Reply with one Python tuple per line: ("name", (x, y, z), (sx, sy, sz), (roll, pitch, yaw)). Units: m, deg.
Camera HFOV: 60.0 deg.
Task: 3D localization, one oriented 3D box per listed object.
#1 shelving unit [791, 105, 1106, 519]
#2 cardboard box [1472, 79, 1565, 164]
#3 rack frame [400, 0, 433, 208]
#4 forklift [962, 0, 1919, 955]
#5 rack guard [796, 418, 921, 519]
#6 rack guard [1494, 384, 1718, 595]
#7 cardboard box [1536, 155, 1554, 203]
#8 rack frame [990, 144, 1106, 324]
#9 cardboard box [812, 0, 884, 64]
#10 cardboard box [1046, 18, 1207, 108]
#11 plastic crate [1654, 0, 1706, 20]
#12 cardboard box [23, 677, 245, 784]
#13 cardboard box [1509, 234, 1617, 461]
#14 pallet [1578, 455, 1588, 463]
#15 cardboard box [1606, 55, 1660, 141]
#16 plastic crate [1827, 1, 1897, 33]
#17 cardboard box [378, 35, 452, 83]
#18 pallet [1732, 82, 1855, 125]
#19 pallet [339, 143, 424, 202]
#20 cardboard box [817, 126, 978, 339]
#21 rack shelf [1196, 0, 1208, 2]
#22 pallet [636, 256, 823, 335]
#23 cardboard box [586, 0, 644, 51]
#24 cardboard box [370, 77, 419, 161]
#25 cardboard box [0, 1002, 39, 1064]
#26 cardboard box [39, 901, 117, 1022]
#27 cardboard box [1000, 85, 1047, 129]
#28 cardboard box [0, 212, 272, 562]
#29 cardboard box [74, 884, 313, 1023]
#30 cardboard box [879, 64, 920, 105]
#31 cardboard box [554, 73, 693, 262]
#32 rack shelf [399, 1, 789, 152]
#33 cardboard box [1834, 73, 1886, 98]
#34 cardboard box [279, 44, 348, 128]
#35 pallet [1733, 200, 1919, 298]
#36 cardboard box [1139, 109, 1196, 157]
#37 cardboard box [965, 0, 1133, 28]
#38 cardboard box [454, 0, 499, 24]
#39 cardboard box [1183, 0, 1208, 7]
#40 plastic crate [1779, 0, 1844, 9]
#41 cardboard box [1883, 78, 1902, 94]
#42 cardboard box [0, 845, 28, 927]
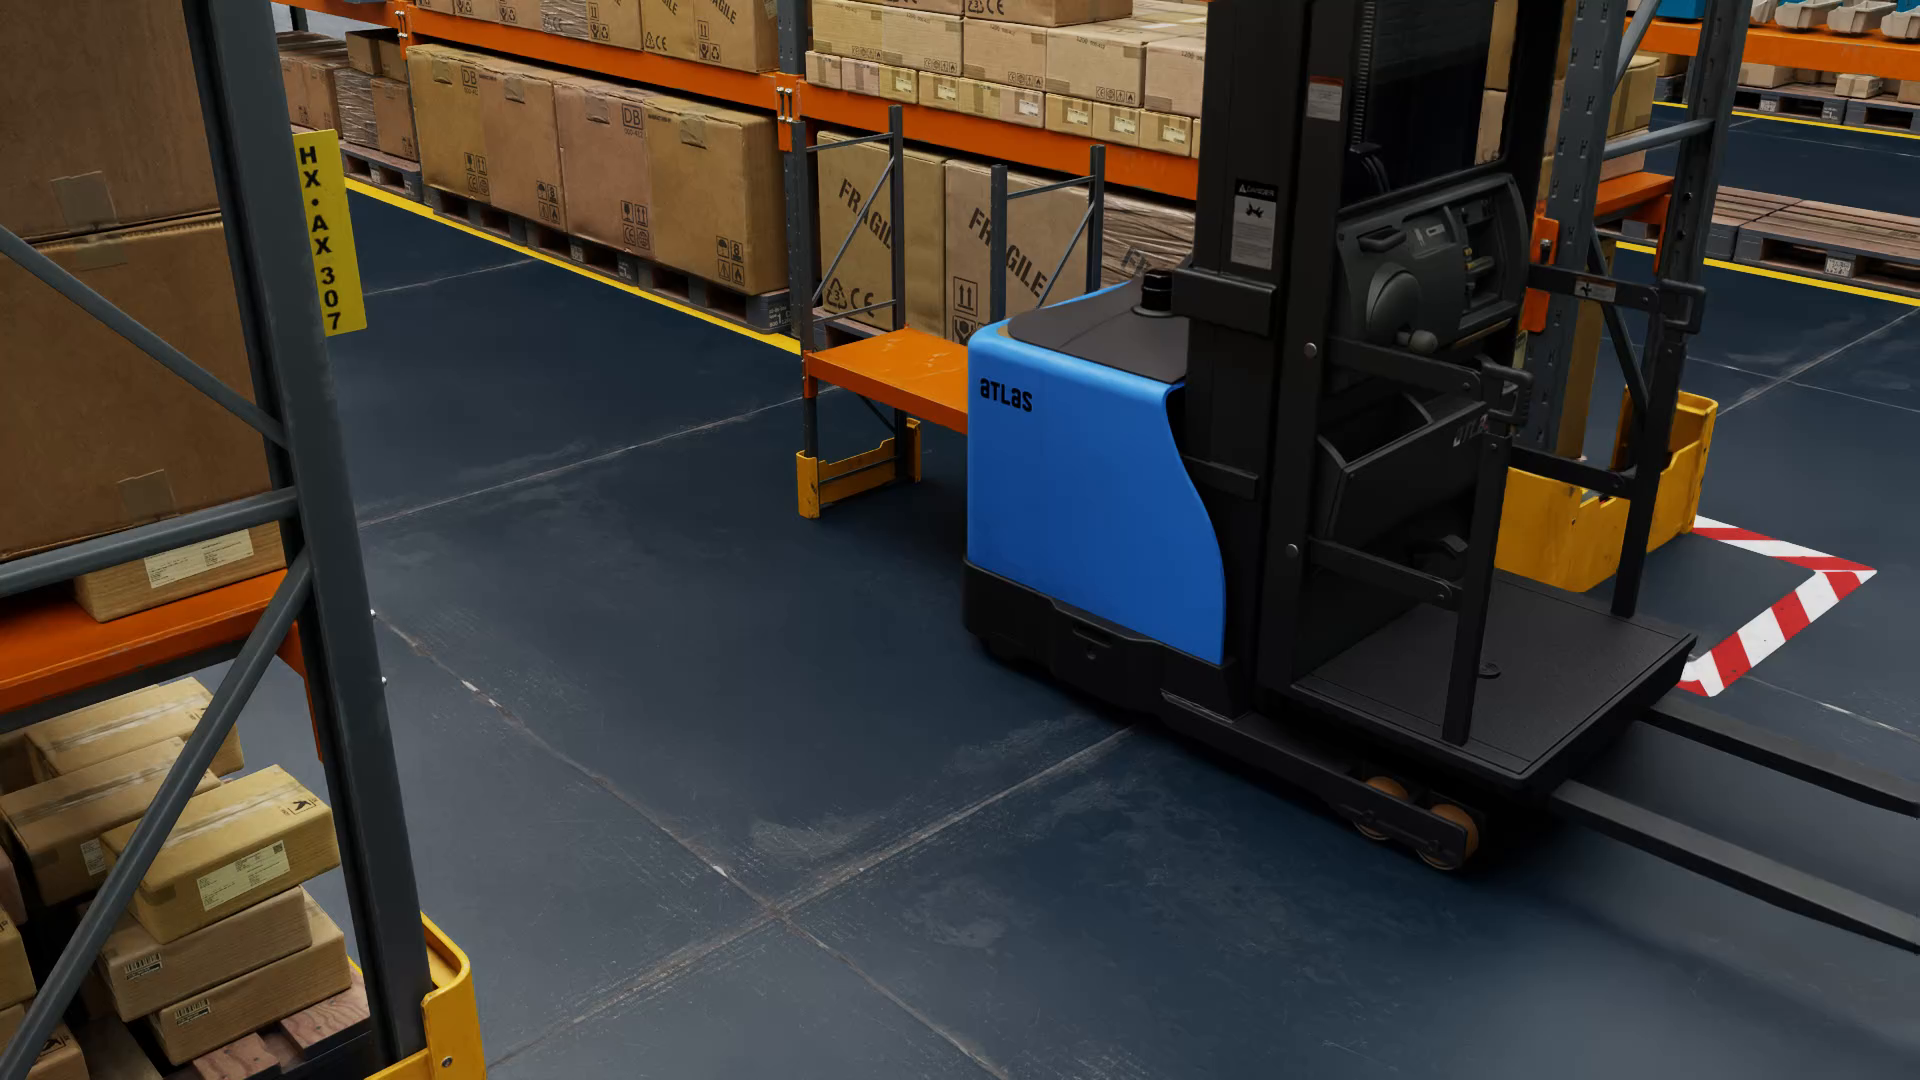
("shelving unit", (-0.052, -0.705, 5.989), (0.587, 1.500, 1.083), (-21, 32, -38))
("cardboard box", (1.749, -1.453, 5.643), (0.500, 0.250, 0.500), (-22, 32, -39))
("rack frame", (-3.194, -3.738, 10.830), (1.000, 3.000, 0.127), (-21, 32, -38))
("forklift", (1.417, -0.715, 4.285), (3.031, 2.935, 1.130), (22, 32, 39))
("rack guard", (-0.392, -0.288, 6.579), (0.587, 0.250, 0.087), (-21, 32, -38))
("rack guard", (2.290, -0.170, 6.020), (1.175, 0.500, 0.348), (-21, 32, -38))
("cardboard box", (1.790, -1.215, 5.601), (0.380, 0.149, 0.250), (-20, 32, -38))
("rack frame", (0.289, -0.554, 5.658), (0.500, 1.500, 0.032), (-21, 32, -38))
("cardboard box", (-0.330, -2.377, 7.668), (0.500, 0.250, 0.500), (-22, 32, -39))
("cardboard box", (0.695, -1.918, 6.662), (0.500, 0.250, 0.500), (-21, 32, -38))
("plastic crate", (4.298, -3.220, 9.824), (0.416, 0.233, 0.300), (-21, 32, -38))
("cardboard box", (-1.881, 0.480, 3.795), (0.380, 0.149, 0.250), (-21, 32, -39))
("cardboard box", (1.778, -0.710, 6.246), (0.875, 0.875, 0.875), (-21, 32, -38))
("pallet", (1.670, -0.266, 6.578), (1.003, 0.211, 1.213), (-21, 32, -38))
("cardboard box", (2.143, -1.603, 5.973), (0.500, 0.250, 0.500), (-22, 33, -40))
("plastic crate", (5.012, -2.914, 9.270), (0.396, 0.136, 0.243), (-21, 32, -38))
("cardboard box", (-3.674, -3.337, 11.528), (0.500, 0.250, 0.500), (-20, 31, -36))
("pallet", (7.242, -3.858, 14.453), (1.003, 0.211, 1.213), (-21, 32, -38))
("pallet", (-3.727, -2.707, 11.929), (1.003, 0.211, 1.213), (-21, 32, -38))
("cardboard box", (-0.068, -1.528, 8.039), (0.875, 0.875, 0.875), (-21, 32, -38))
("rack shelf", (1.788, -4.210, 12.731), (1.077, 0.370, 4.000), (-21, 32, -38))
("pallet", (-1.043, -1.470, 9.218), (1.003, 0.211, 1.213), (-21, 32, -38))
("cardboard box", (-1.675, -2.944, 8.969), (0.500, 0.500, 0.500), (-22, 32, -39))
("cardboard box", (-3.667, -2.998, 11.690), (0.500, 0.500, 0.700), (22, 32, 39))
("cardboard box", (-1.985, 0.954, 3.116), (0.380, 0.149, 0.250), (-22, 33, -40))
("cardboard box", (-1.779, 0.862, 3.674), (0.380, 0.149, 0.250), (-21, 32, -39))
("cardboard box", (0.385, -1.835, 6.962), (0.380, 0.149, 0.250), (-21, 32, -38))
("cardboard box", (-1.521, -0.333, 2.887), (0.500, 0.500, 0.500), (-19, 31, -36))
("cardboard box", (-1.587, 0.801, 3.450), (0.380, 0.149, 0.250), (-20, 31, -36))
("cardboard box", (-0.141, -2.069, 7.473), (0.380, 0.149, 0.250), (-20, 31, -37))
("cardboard box", (-1.524, -2.209, 9.533), (0.875, 0.875, 1.225), (22, 33, 40))
("rack shelf", (-1.827, -2.805, 9.651), (1.077, 0.370, 4.000), (-21, 32, -38))
("cardboard box", (7.501, -3.799, 13.846), (0.380, 0.166, 0.250), (-21, 32, -38))
("cardboard box", (-4.829, -3.502, 12.793), (0.500, 0.500, 0.700), (20, 32, 37))
("pallet", (5.354, -1.712, 9.748), (1.003, 0.211, 1.213), (-21, 32, -38))
("cardboard box", (0.913, -1.602, 6.450), (0.380, 0.149, 0.250), (-21, 32, -38))
("cardboard box", (0.370, -2.409, 6.836), (0.500, 0.500, 0.500), (-22, 33, -40))
("cardboard box", (-2.706, -3.404, 9.976), (0.500, 0.500, 0.500), (-22, 33, -40))
("cardboard box", (2.805, -5.886, 18.345), (0.500, 0.250, 0.500), (-20, 31, -37))
("plastic crate", (5.061, -3.238, 9.862), (0.416, 0.233, 0.300), (-21, 32, -38))
("cardboard box", (7.883, -3.993, 14.098), (0.500, 0.311, 0.500), (-21, 32, -38))
("cardboard box", (-2.093, 0.716, 3.278), (0.380, 0.149, 0.250), (-20, 32, -37))
